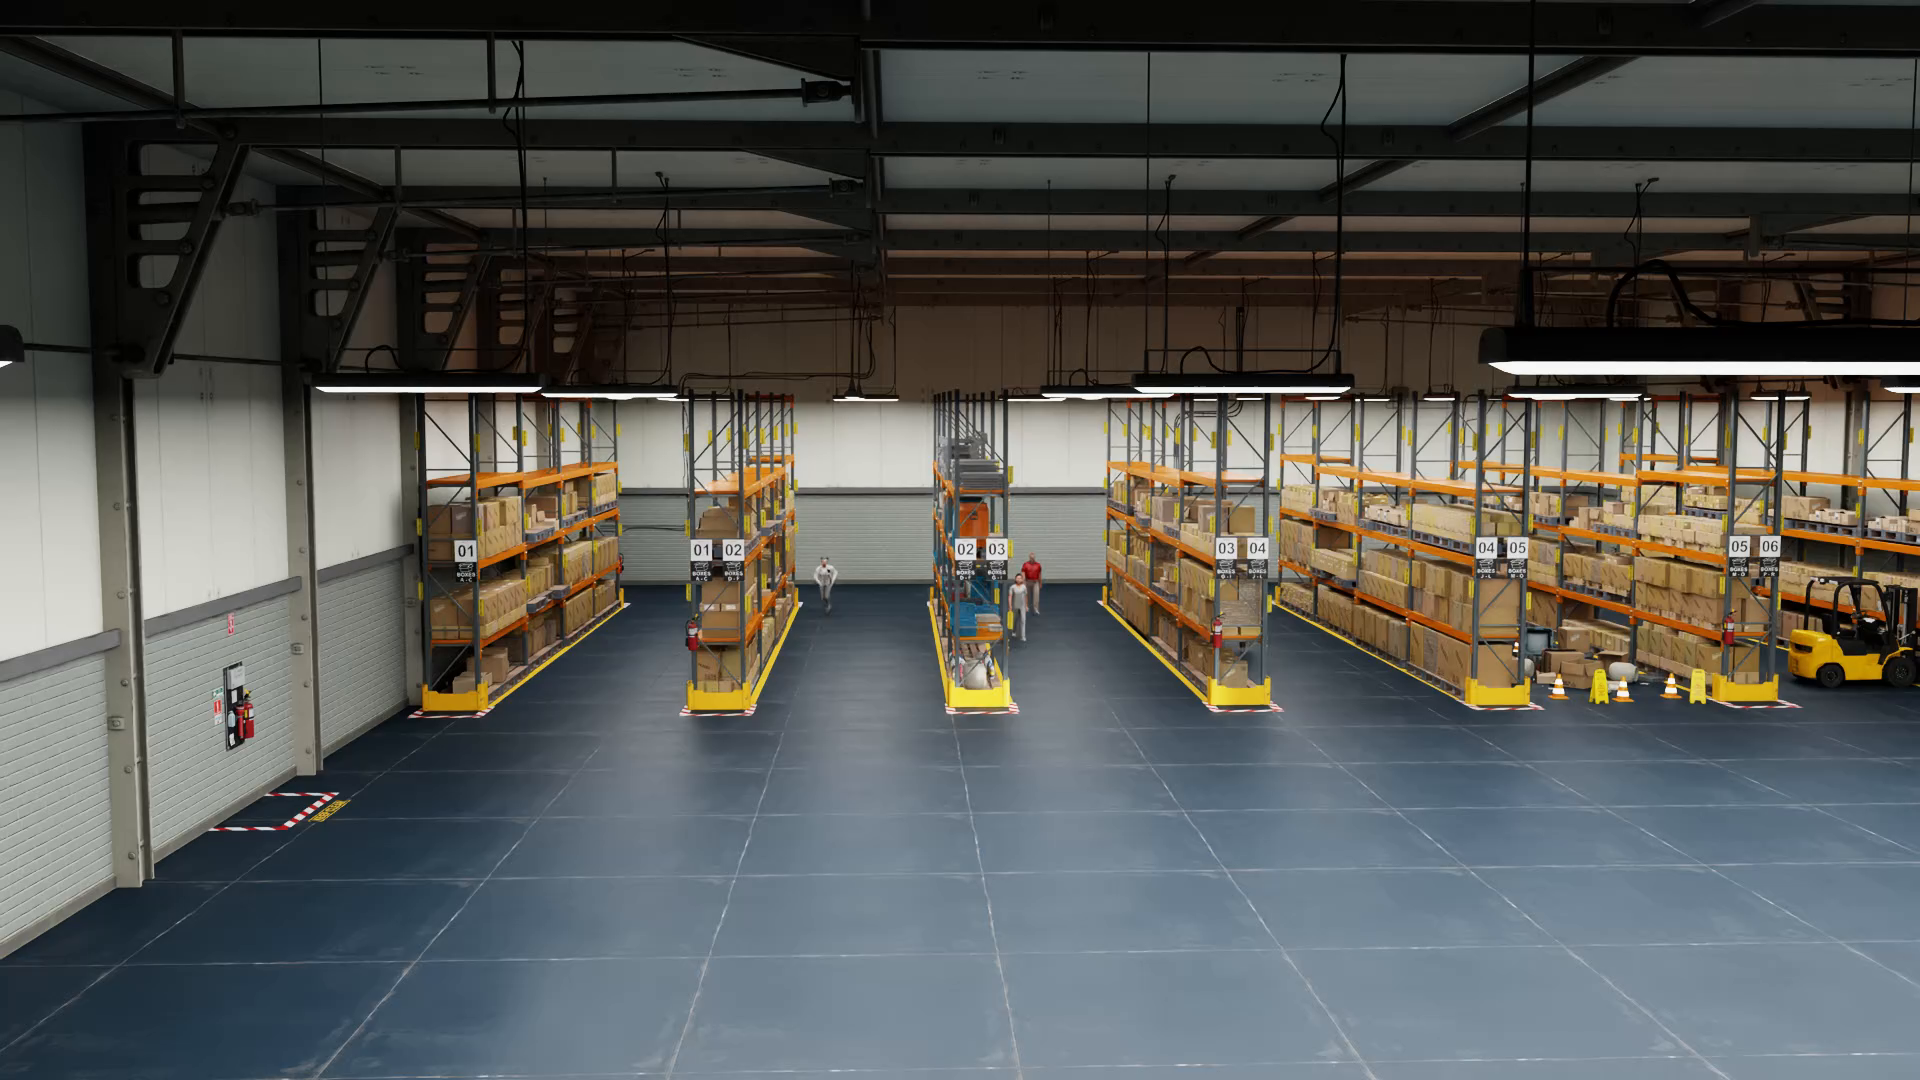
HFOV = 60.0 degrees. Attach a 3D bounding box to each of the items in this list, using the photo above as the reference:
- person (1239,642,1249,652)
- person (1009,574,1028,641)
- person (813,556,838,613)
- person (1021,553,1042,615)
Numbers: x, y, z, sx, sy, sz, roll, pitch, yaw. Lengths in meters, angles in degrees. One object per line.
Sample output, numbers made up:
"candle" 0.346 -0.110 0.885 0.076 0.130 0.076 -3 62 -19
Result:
"person" 6.574 1.759 38.411 0.752 1.686 0.631 1 5 6
"person" 1.416 1.621 40.296 0.498 1.611 1.082 -1 5 -6
"person" -3.673 1.221 45.476 0.617 1.600 0.700 1 5 7
"person" 1.957 1.181 45.272 0.597 1.650 1.099 0 5 -5
